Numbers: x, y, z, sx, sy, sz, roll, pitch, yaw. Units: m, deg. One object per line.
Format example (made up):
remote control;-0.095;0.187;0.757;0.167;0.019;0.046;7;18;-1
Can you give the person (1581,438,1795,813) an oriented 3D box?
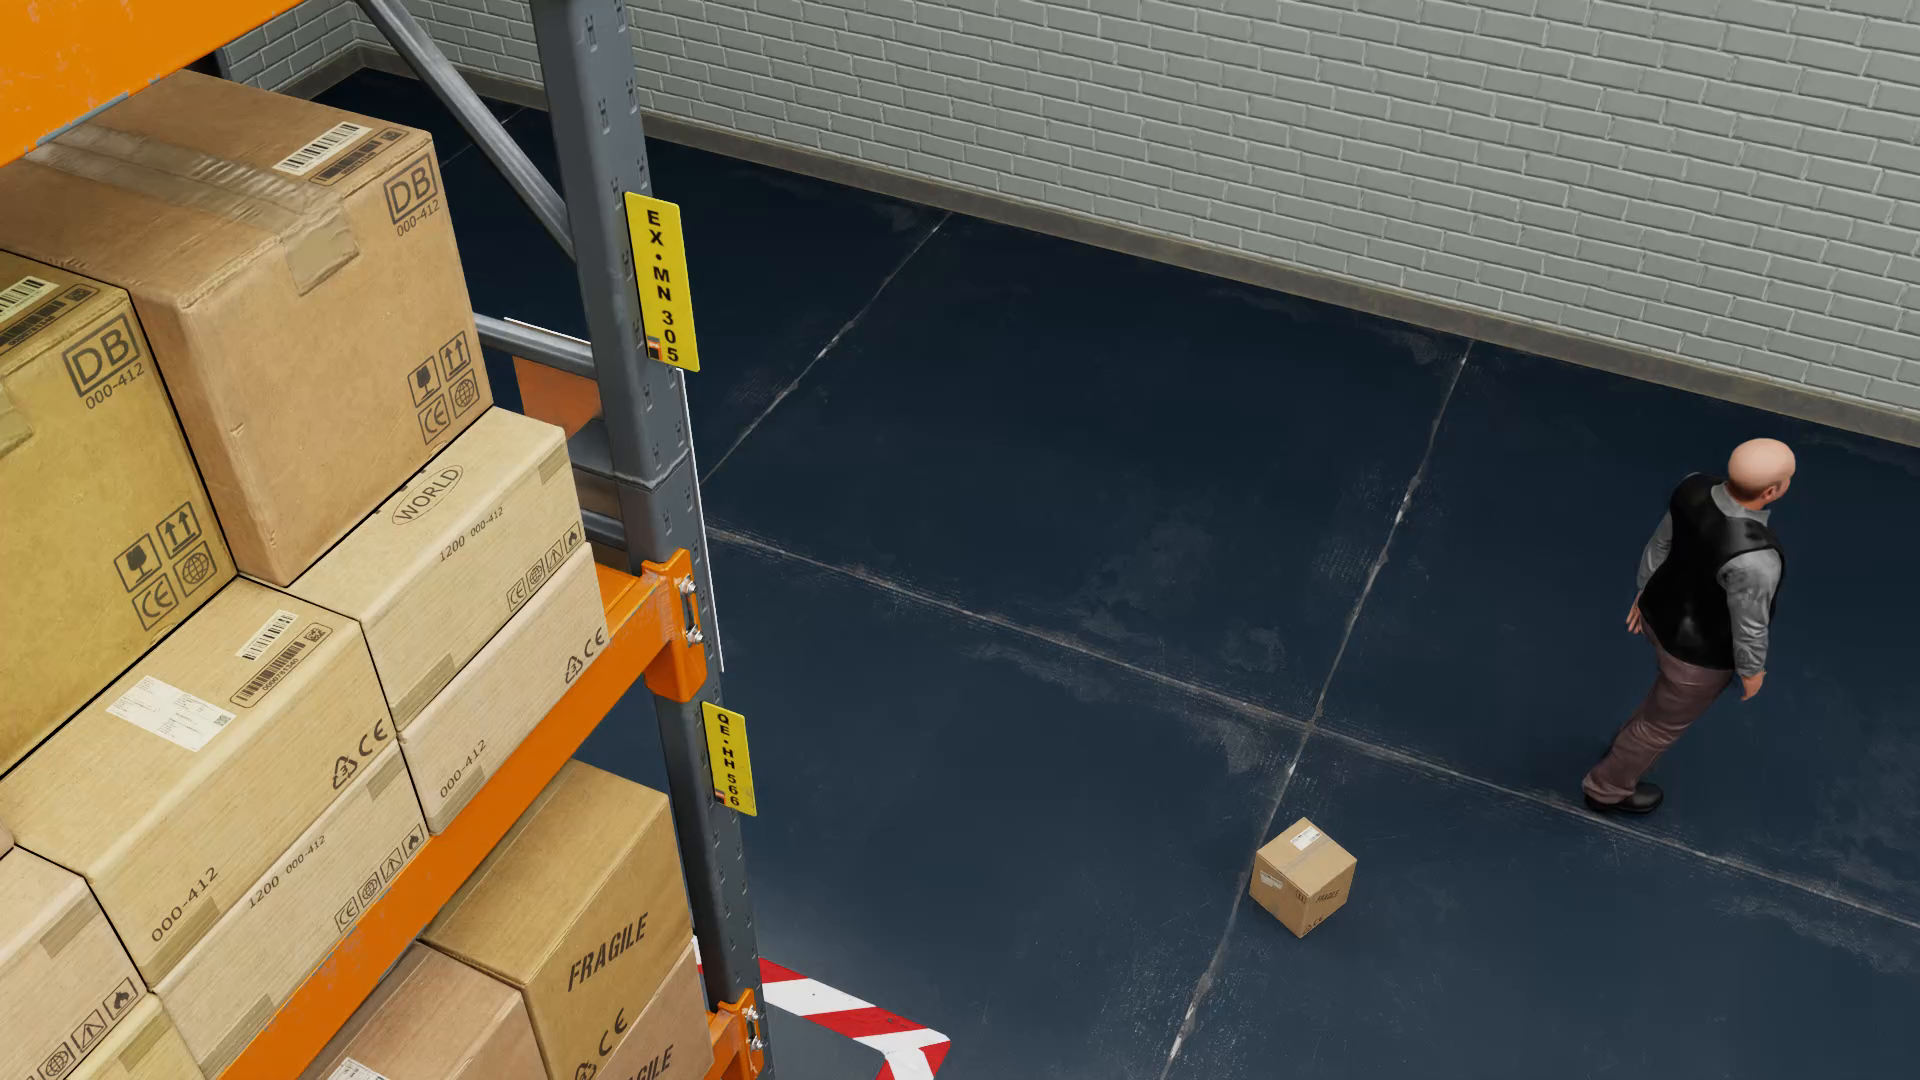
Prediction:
person;2.583;0.357;5.796;0.498;1.786;0.539;-4;42;-4
